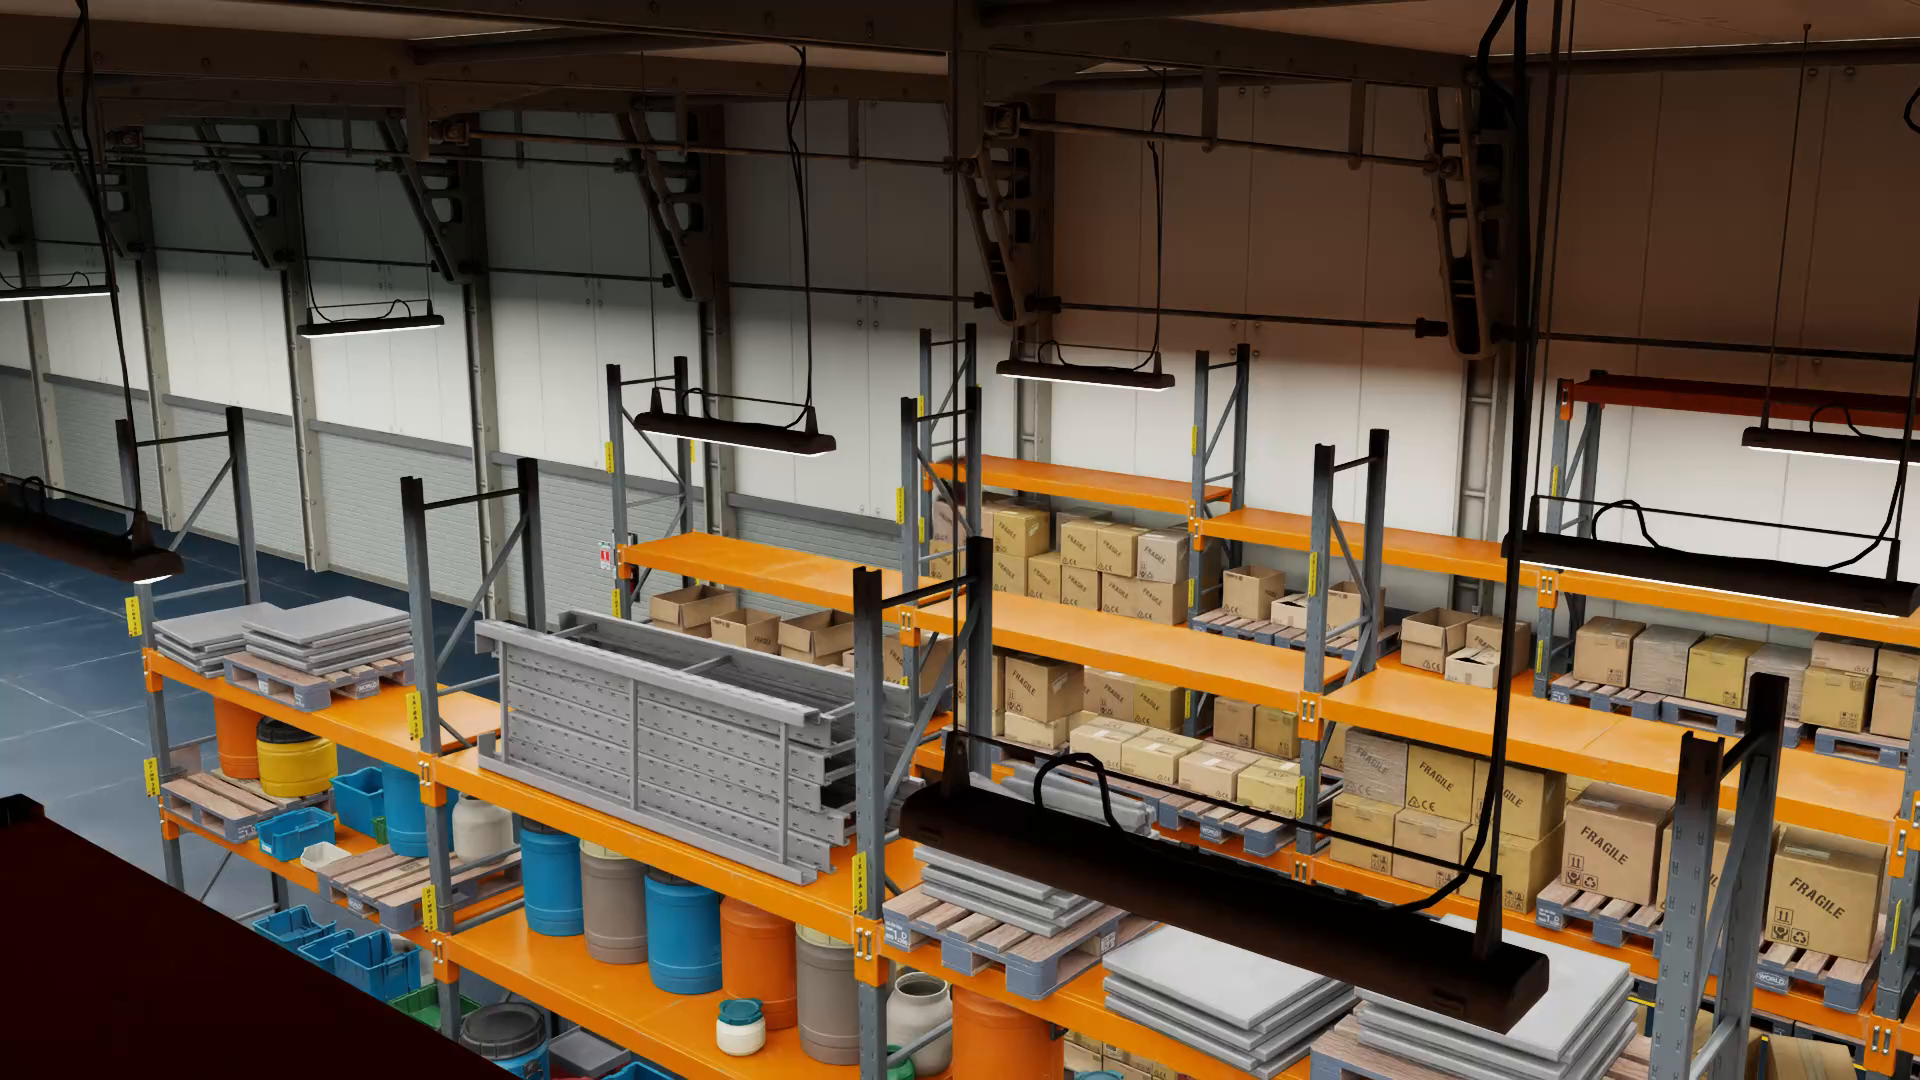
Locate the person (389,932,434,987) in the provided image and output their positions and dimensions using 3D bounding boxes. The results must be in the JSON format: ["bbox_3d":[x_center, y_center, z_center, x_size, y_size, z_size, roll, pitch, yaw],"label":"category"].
[{"bbox_3d":[-5.197,3.723,15.740,0.553,1.791,0.413,2,13,8],"label":"person"}]
